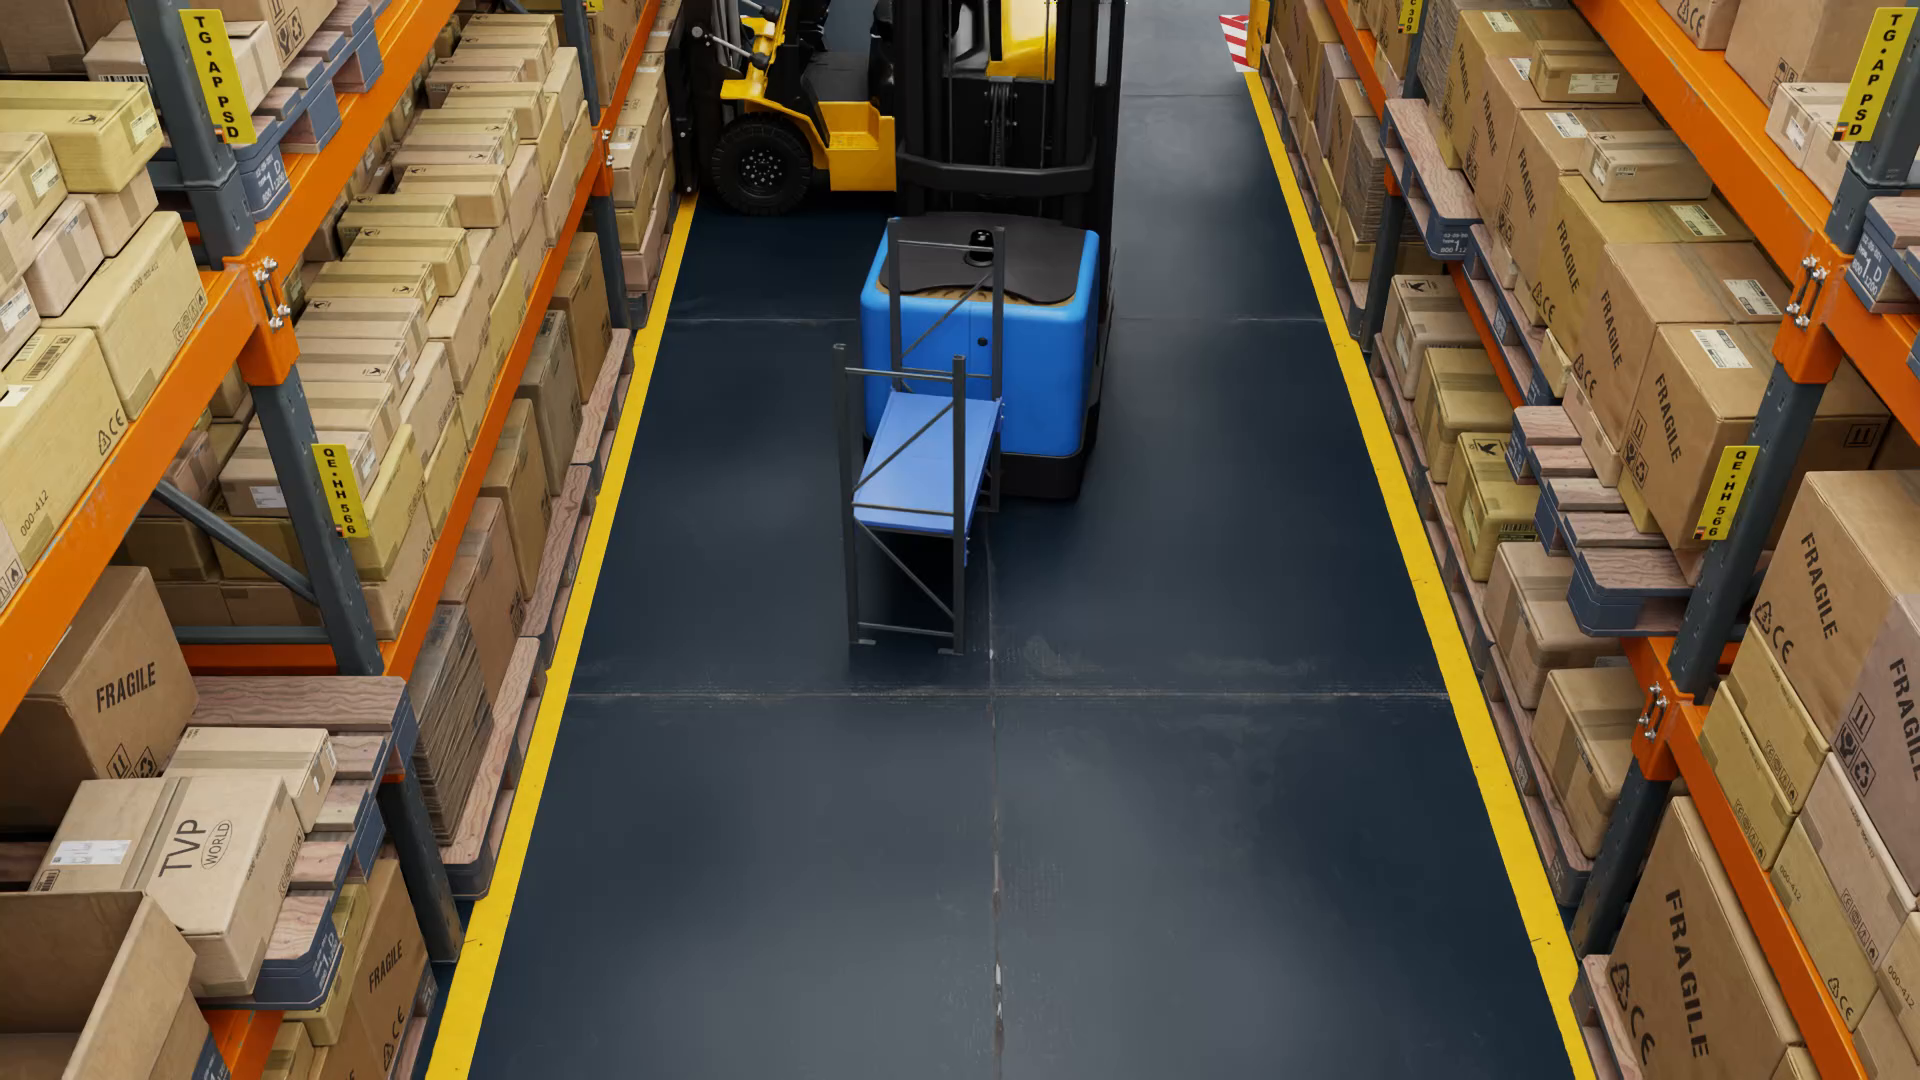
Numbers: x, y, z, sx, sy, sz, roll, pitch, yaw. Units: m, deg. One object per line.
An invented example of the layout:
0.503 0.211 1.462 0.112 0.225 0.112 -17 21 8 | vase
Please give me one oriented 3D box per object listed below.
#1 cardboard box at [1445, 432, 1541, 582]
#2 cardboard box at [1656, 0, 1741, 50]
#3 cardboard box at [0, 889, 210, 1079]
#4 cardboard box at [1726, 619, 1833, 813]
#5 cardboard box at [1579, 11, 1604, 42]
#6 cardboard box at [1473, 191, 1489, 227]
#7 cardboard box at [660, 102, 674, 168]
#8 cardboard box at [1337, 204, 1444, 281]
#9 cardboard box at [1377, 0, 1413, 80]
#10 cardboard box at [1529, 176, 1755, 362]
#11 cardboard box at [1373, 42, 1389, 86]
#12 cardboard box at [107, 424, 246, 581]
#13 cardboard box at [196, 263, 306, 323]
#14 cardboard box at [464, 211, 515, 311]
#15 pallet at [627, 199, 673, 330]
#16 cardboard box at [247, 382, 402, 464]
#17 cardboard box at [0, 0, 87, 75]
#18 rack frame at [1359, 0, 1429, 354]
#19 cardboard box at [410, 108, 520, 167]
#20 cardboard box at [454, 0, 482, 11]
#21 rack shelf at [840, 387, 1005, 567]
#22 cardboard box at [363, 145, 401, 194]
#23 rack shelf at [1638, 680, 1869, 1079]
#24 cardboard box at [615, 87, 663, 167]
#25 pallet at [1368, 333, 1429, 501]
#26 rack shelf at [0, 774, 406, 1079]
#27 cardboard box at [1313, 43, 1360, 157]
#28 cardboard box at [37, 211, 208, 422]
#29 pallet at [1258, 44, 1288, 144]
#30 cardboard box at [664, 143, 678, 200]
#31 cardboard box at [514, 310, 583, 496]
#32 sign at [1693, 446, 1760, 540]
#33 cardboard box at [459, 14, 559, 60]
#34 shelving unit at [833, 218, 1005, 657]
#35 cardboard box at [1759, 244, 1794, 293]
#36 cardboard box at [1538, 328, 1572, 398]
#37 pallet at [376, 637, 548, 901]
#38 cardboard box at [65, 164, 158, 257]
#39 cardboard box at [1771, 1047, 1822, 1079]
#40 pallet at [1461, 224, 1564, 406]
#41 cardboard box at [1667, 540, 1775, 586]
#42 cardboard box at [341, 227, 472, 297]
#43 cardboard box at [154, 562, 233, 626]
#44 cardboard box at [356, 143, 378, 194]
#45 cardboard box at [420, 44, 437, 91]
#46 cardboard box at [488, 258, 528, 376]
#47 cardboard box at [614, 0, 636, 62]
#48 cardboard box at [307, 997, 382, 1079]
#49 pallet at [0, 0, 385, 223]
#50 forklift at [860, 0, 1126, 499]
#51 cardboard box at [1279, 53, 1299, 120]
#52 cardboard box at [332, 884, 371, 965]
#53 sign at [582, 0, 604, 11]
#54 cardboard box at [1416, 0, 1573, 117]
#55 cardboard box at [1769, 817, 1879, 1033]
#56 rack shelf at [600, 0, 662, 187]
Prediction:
2.692 -0.142 7.293 0.950 0.372 0.625 1 39 1 | cardboard box
2.656 -1.879 5.214 0.797 0.503 0.637 0 39 0 | cardboard box
-2.090 1.108 3.550 0.797 0.503 0.637 -1 39 -1 | cardboard box
2.440 0.466 4.489 0.500 0.250 0.500 0 39 0 | cardboard box
2.914 -1.936 7.113 0.500 0.500 0.500 0 39 0 | cardboard box
2.393 -1.441 7.015 0.380 0.149 0.250 1 39 1 | cardboard box
-1.965 -2.428 9.844 0.500 0.250 0.500 0 39 0 | cardboard box
2.412 -1.676 9.306 0.500 0.250 0.500 2 39 2 | cardboard box
2.433 -2.648 8.338 0.500 0.500 0.500 -1 39 -1 | cardboard box
2.395 -0.956 5.891 0.500 0.500 0.500 -3 39 -3 | cardboard box
2.369 -2.474 8.640 0.380 0.149 0.250 1 39 1 | cardboard box
-2.556 -0.125 5.228 0.500 0.250 0.500 1 39 1 | cardboard box
-2.524 -0.846 5.808 0.380 0.149 0.250 0 39 0 | cardboard box
-2.041 -1.082 6.422 0.500 0.250 0.500 0 39 1 | cardboard box
-2.241 -1.619 9.601 1.003 0.211 1.213 0 39 0 | pallet
-1.985 -0.367 5.210 0.380 0.149 0.250 1 39 1 | cardboard box
-2.534 -1.476 4.499 0.500 0.250 0.500 0 39 0 | cardboard box
2.682 -2.215 8.116 1.000 3.000 0.127 0 39 0 | rack frame
-2.023 -1.646 6.806 0.380 0.149 0.250 -1 39 -1 | cardboard box
-2.539 -2.703 8.125 0.380 0.149 0.250 0 39 0 | cardboard box
-0.145 -0.293 7.204 0.538 0.185 1.000 6 39 7 | rack shelf
-2.558 -1.393 6.810 0.500 0.250 0.500 -1 39 -1 | cardboard box
2.689 1.817 3.659 1.077 0.370 4.000 0 39 0 | rack shelf
-1.959 -2.313 9.301 0.500 0.250 0.500 0 39 0 | cardboard box
2.684 -0.640 8.380 1.003 0.211 1.213 0 39 0 | pallet
-2.275 1.823 3.651 1.077 0.370 4.000 0 39 0 | rack shelf
2.409 -2.606 9.866 0.500 0.500 0.500 2 39 2 | cardboard box
-2.034 -0.499 3.696 0.500 0.250 0.500 -1 39 -2 | cardboard box
2.643 -3.073 11.416 1.003 0.211 1.213 0 39 0 | pallet
-1.984 -2.242 10.012 0.500 0.250 0.500 1 39 1 | cardboard box
-2.277 -0.635 7.707 0.875 0.625 0.625 0 39 0 | cardboard box
2.144 -0.129 4.649 0.100 0.325 0.005 0 39 0 | sign
-2.059 -2.288 7.608 0.380 0.149 0.250 1 39 2 | cardboard box
-0.145 -0.433 7.092 0.538 1.500 1.048 6 39 7 | shelving unit
2.910 -0.640 5.497 0.500 0.500 0.500 2 39 2 | cardboard box
2.326 -0.639 6.014 0.380 0.149 0.250 1 39 1 | cardboard box
-2.239 0.865 6.502 1.003 0.211 1.213 0 39 0 | pallet
-2.036 -0.754 3.695 0.380 0.149 0.250 1 39 1 | cardboard box
2.601 1.941 4.293 0.875 0.875 0.875 0 39 1 | cardboard box
2.643 -0.877 6.599 1.003 0.211 1.213 0 39 0 | pallet
2.451 0.015 5.197 0.380 0.149 0.250 1 39 2 | cardboard box
-1.995 -1.007 6.009 0.380 0.149 0.250 1 39 1 | cardboard box
-2.534 0.069 5.385 0.500 0.250 0.500 -1 39 -1 | cardboard box
-2.547 -1.484 6.605 0.380 0.149 0.250 0 39 0 | cardboard box
-2.548 -2.114 7.391 0.380 0.149 0.250 -1 39 -2 | cardboard box
-2.036 -0.888 6.580 0.500 0.250 0.500 1 39 1 | cardboard box
-2.039 -2.852 8.830 0.500 0.500 0.500 1 39 1 | cardboard box
-2.072 1.681 4.917 0.500 0.500 0.500 -1 39 -1 | cardboard box
-2.367 -1.229 4.638 1.213 0.211 1.003 2 39 2 | pallet
0.260 -2.257 8.222 1.130 2.935 3.031 5 39 6 | forklift
2.395 -2.984 10.938 0.500 0.250 0.500 1 39 2 | cardboard box
-2.023 1.159 5.050 0.380 0.149 0.250 -2 39 -2 | cardboard box
-1.739 -2.637 7.779 0.100 0.325 0.005 0 39 0 | sign
2.396 -2.241 7.494 0.500 0.500 0.500 1 39 1 | cardboard box
2.454 0.972 4.259 0.500 0.250 0.500 -1 39 -1 | cardboard box
-2.284 -3.180 9.894 1.077 0.370 4.000 0 39 0 | rack shelf
